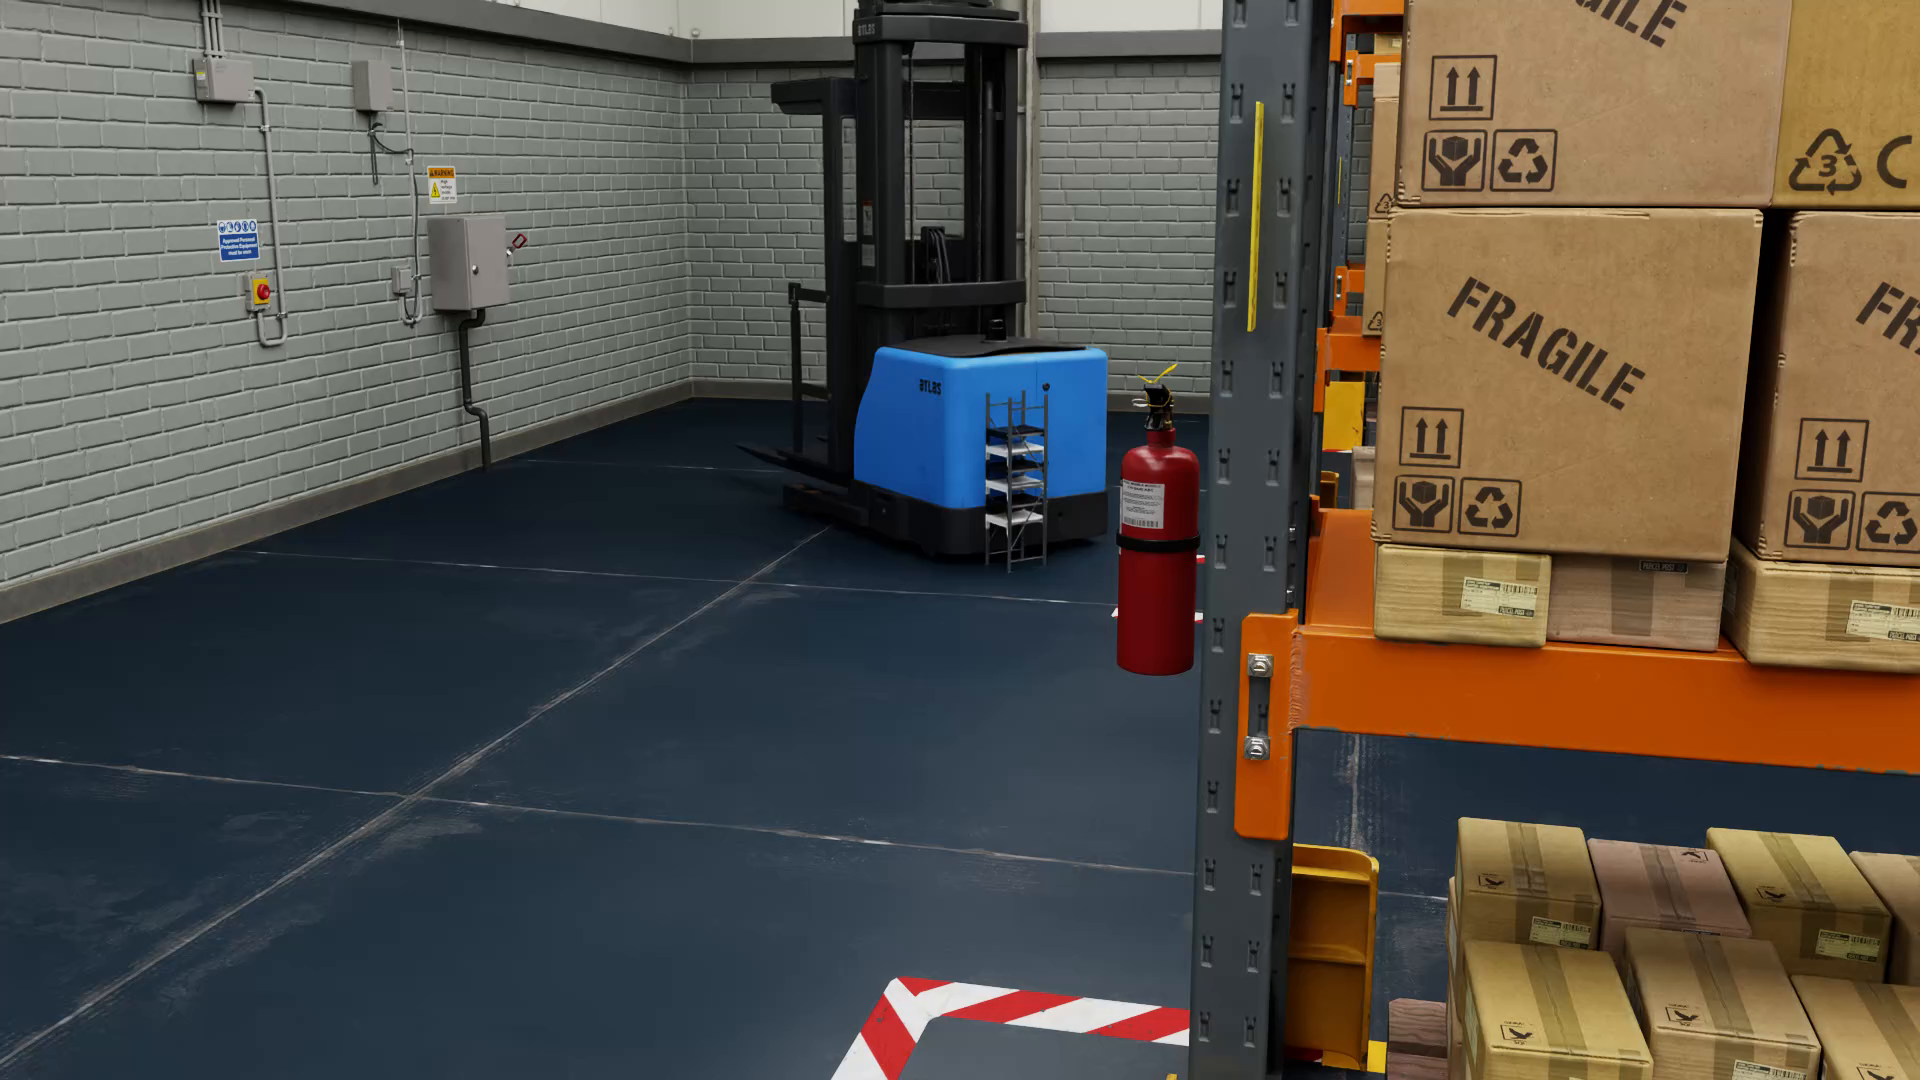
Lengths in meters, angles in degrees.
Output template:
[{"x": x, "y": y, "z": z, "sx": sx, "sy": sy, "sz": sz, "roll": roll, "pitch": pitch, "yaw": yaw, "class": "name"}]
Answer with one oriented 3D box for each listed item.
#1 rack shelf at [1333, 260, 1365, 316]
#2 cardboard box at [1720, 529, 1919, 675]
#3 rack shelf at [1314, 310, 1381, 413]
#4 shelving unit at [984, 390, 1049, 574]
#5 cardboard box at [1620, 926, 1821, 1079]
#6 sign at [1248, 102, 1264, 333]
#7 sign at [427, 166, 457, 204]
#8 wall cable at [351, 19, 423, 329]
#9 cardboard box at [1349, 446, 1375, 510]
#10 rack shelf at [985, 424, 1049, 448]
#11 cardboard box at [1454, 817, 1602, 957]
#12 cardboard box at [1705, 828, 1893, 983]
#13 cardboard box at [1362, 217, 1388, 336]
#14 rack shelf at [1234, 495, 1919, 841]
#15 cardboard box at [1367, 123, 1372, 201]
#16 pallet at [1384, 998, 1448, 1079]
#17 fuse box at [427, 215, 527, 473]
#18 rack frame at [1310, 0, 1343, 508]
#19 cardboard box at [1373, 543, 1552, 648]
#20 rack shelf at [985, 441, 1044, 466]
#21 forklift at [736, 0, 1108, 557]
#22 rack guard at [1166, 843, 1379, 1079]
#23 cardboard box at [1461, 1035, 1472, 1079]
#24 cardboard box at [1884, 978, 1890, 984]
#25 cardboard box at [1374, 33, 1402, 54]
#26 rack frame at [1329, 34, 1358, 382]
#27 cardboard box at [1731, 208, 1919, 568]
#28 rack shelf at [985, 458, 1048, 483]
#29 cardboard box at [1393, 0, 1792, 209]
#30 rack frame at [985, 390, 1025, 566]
[{"x": 4.778, "y": -1.798, "z": 12.072, "sx": 4.000, "sy": 0.370, "sz": 1.077, "roll": 3, "pitch": 13, "yaw": 14, "class": "rack shelf"}, {"x": 1.304, "y": 0.075, "z": 2.548, "sx": 0.250, "sy": 0.149, "sz": 0.380, "roll": 3, "pitch": 13, "yaw": 12, "class": "cardboard box"}, {"x": 3.593, "y": -0.754, "z": 7.367, "sx": 4.000, "sy": 0.370, "sz": 1.077, "roll": 3, "pitch": 13, "yaw": 14, "class": "rack shelf"}, {"x": 0.288, "y": -0.300, "z": 8.509, "sx": 0.258, "sy": 0.900, "sz": 0.210, "roll": -8, "pitch": 15, "yaw": -31, "class": "shelving unit"}, {"x": 1.287, "y": 0.821, "z": 2.845, "sx": 0.250, "sy": 0.149, "sz": 0.380, "roll": 3, "pitch": 13, "yaw": 15, "class": "cardboard box"}, {"x": 0.433, "y": -0.471, "z": 2.433, "sx": 0.005, "sy": 0.325, "sz": 0.100, "roll": 3, "pitch": 13, "yaw": 14, "class": "sign"}, {"x": -3.399, "y": -2.333, "z": 10.917, "sx": 0.001, "sy": 0.242, "sz": 0.339, "roll": 3, "pitch": 13, "yaw": 14, "class": "sign"}, {"x": -3.501, "y": -2.291, "z": 10.290, "sx": 0.122, "sy": 1.984, "sz": 0.588, "roll": 3, "pitch": 13, "yaw": 14, "class": "wall cable"}, {"x": 2.316, "y": -0.150, "z": 7.929, "sx": 0.875, "sy": 0.438, "sz": 0.875, "roll": 3, "pitch": 13, "yaw": 12, "class": "cardboard box"}, {"x": 0.288, "y": -0.531, "z": 8.458, "sx": 0.258, "sy": 0.077, "sz": 0.200, "roll": -8, "pitch": 15, "yaw": -31, "class": "rack shelf"}, {"x": 1.138, "y": 0.708, "z": 3.357, "sx": 0.250, "sy": 0.149, "sz": 0.380, "roll": 3, "pitch": 13, "yaw": 14, "class": "cardboard box"}, {"x": 1.650, "y": 0.720, "z": 3.303, "sx": 0.250, "sy": 0.149, "sz": 0.380, "roll": 3, "pitch": 13, "yaw": 12, "class": "cardboard box"}, {"x": 2.048, "y": -1.172, "z": 7.362, "sx": 0.500, "sy": 0.500, "sz": 0.500, "roll": 3, "pitch": 13, "yaw": 13, "class": "cardboard box"}, {"x": 2.505, "y": 0.292, "z": 2.651, "sx": 4.000, "sy": 0.370, "sz": 1.077, "roll": 3, "pitch": 13, "yaw": 14, "class": "rack shelf"}, {"x": 2.176, "y": -1.771, "z": 7.751, "sx": 0.500, "sy": 0.500, "sz": 0.500, "roll": 4, "pitch": 13, "yaw": 15, "class": "cardboard box"}, {"x": 1.417, "y": 1.252, "z": 3.102, "sx": 1.213, "sy": 0.211, "sz": 1.003, "roll": 3, "pitch": 13, "yaw": 14, "class": "pallet"}, {"x": -3.184, "y": -1.302, "z": 11.150, "sx": 0.414, "sy": 1.711, "sz": 0.539, "roll": 3, "pitch": 13, "yaw": 14, "class": "fuse box"}, {"x": 1.651, "y": -1.209, "z": 7.757, "sx": 0.127, "sy": 3.000, "sz": 1.000, "roll": 3, "pitch": 13, "yaw": 14, "class": "rack frame"}, {"x": 0.799, "y": 0.046, "z": 2.682, "sx": 0.250, "sy": 0.149, "sz": 0.380, "roll": 3, "pitch": 13, "yaw": 13, "class": "cardboard box"}, {"x": 0.288, "y": -0.443, "z": 8.477, "sx": 0.258, "sy": 0.077, "sz": 0.200, "roll": -8, "pitch": 15, "yaw": -31, "class": "rack shelf"}, {"x": -0.406, "y": -1.613, "z": 9.738, "sx": 1.130, "sy": 2.935, "sz": 3.031, "roll": -8, "pitch": 15, "yaw": -31, "class": "forklift"}, {"x": 0.637, "y": 1.062, "z": 3.294, "sx": 0.348, "sy": 0.500, "sz": 1.175, "roll": 3, "pitch": 13, "yaw": 14, "class": "rack guard"}, {"x": 1.010, "y": 0.960, "z": 2.907, "sx": 0.250, "sy": 0.149, "sz": 0.380, "roll": 4, "pitch": 13, "yaw": 16, "class": "cardboard box"}, {"x": 1.885, "y": 0.909, "z": 3.139, "sx": 0.250, "sy": 0.149, "sz": 0.380, "roll": 3, "pitch": 13, "yaw": 13, "class": "cardboard box"}, {"x": 3.090, "y": -3.529, "z": 11.870, "sx": 0.250, "sy": 0.149, "sz": 0.380, "roll": 3, "pitch": 13, "yaw": 15, "class": "cardboard box"}, {"x": 2.836, "y": -2.253, "z": 12.462, "sx": 0.127, "sy": 3.000, "sz": 1.000, "roll": 3, "pitch": 13, "yaw": 14, "class": "rack frame"}, {"x": 1.458, "y": -0.253, "z": 2.530, "sx": 0.500, "sy": 0.500, "sz": 0.500, "roll": 3, "pitch": 13, "yaw": 14, "class": "cardboard box"}, {"x": 0.288, "y": -0.355, "z": 8.497, "sx": 0.258, "sy": 0.077, "sz": 0.200, "roll": -8, "pitch": 15, "yaw": -31, "class": "rack shelf"}, {"x": 0.935, "y": -0.766, "z": 2.533, "sx": 0.500, "sy": 0.500, "sz": 0.500, "roll": 3, "pitch": 13, "yaw": 13, "class": "cardboard box"}, {"x": 0.234, "y": -0.319, "z": 8.593, "sx": 0.240, "sy": 0.900, "sz": 0.006, "roll": -8, "pitch": 15, "yaw": -31, "class": "rack frame"}]
